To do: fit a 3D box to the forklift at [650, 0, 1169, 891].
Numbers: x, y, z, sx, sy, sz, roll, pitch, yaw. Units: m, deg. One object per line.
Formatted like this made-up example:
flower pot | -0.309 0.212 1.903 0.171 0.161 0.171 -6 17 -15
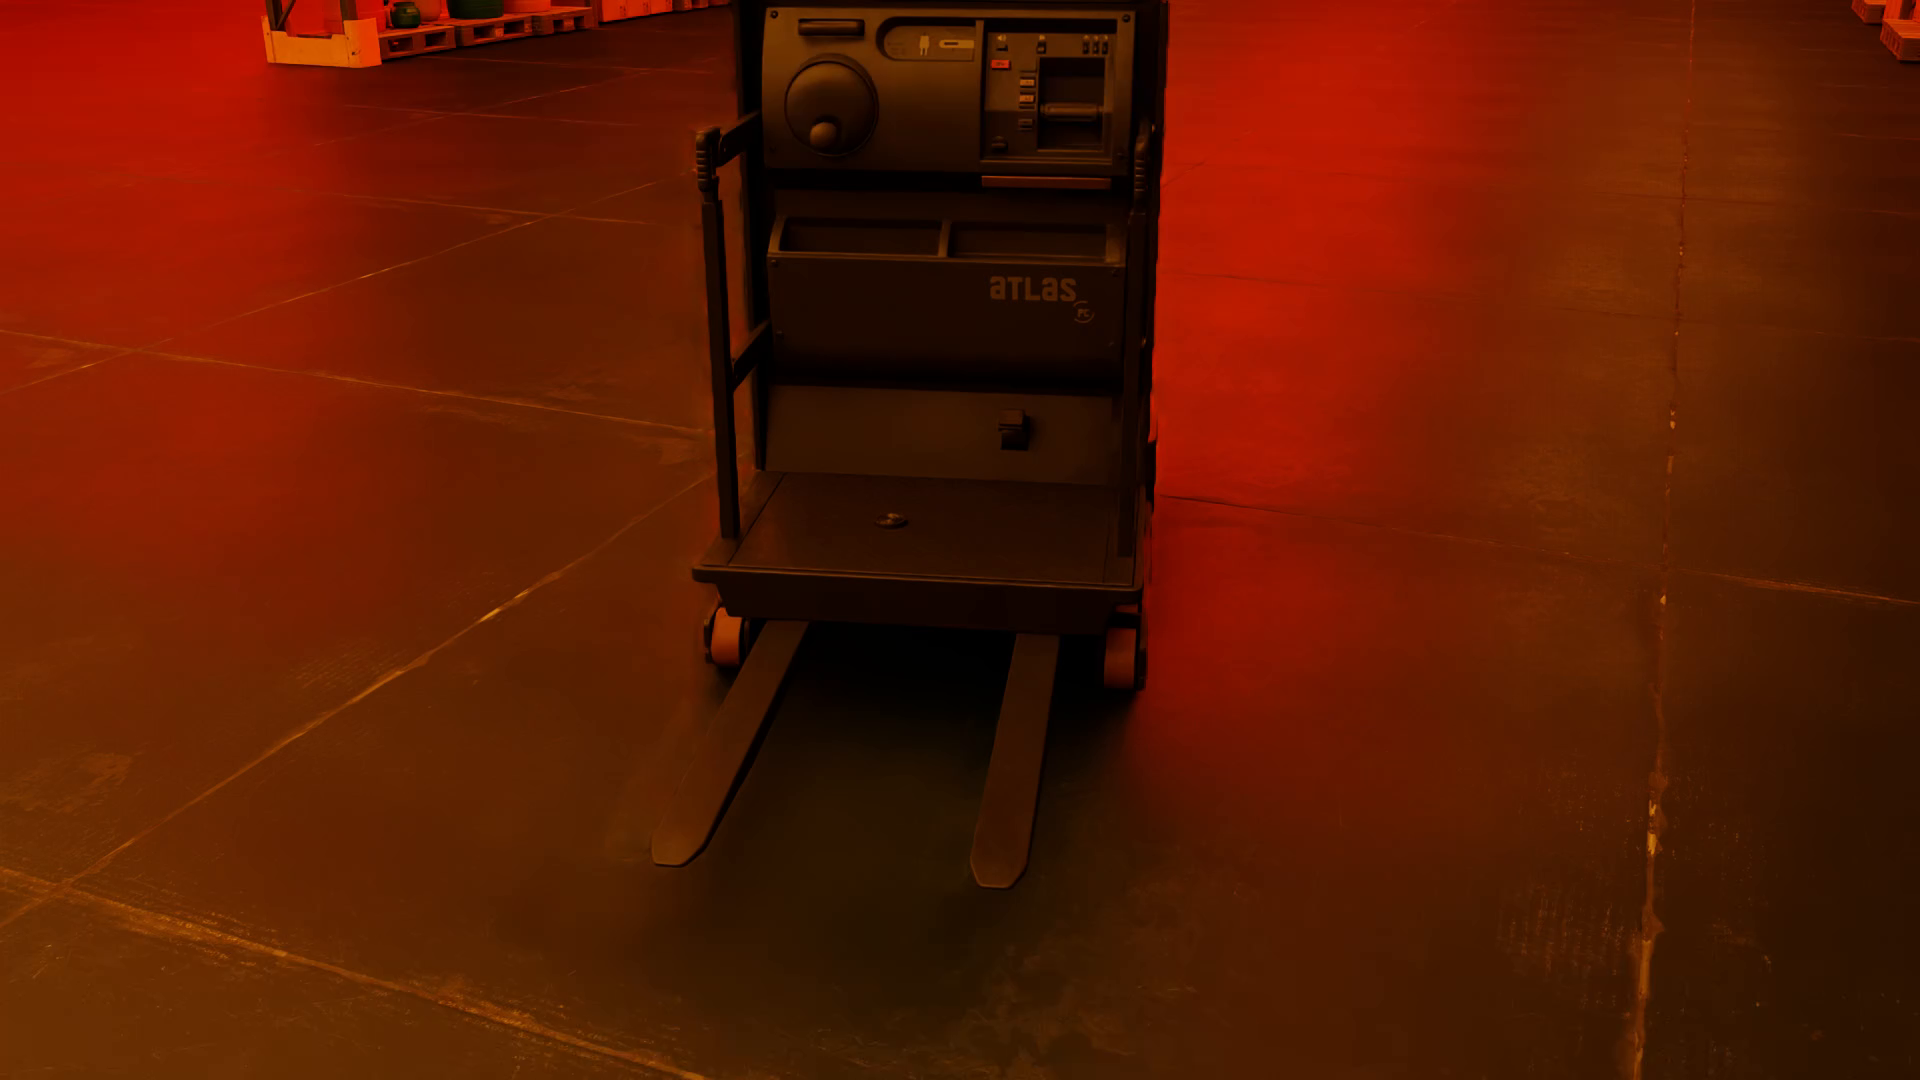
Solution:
forklift | -0.056 -1.112 3.952 1.130 2.935 3.031 3 23 6
